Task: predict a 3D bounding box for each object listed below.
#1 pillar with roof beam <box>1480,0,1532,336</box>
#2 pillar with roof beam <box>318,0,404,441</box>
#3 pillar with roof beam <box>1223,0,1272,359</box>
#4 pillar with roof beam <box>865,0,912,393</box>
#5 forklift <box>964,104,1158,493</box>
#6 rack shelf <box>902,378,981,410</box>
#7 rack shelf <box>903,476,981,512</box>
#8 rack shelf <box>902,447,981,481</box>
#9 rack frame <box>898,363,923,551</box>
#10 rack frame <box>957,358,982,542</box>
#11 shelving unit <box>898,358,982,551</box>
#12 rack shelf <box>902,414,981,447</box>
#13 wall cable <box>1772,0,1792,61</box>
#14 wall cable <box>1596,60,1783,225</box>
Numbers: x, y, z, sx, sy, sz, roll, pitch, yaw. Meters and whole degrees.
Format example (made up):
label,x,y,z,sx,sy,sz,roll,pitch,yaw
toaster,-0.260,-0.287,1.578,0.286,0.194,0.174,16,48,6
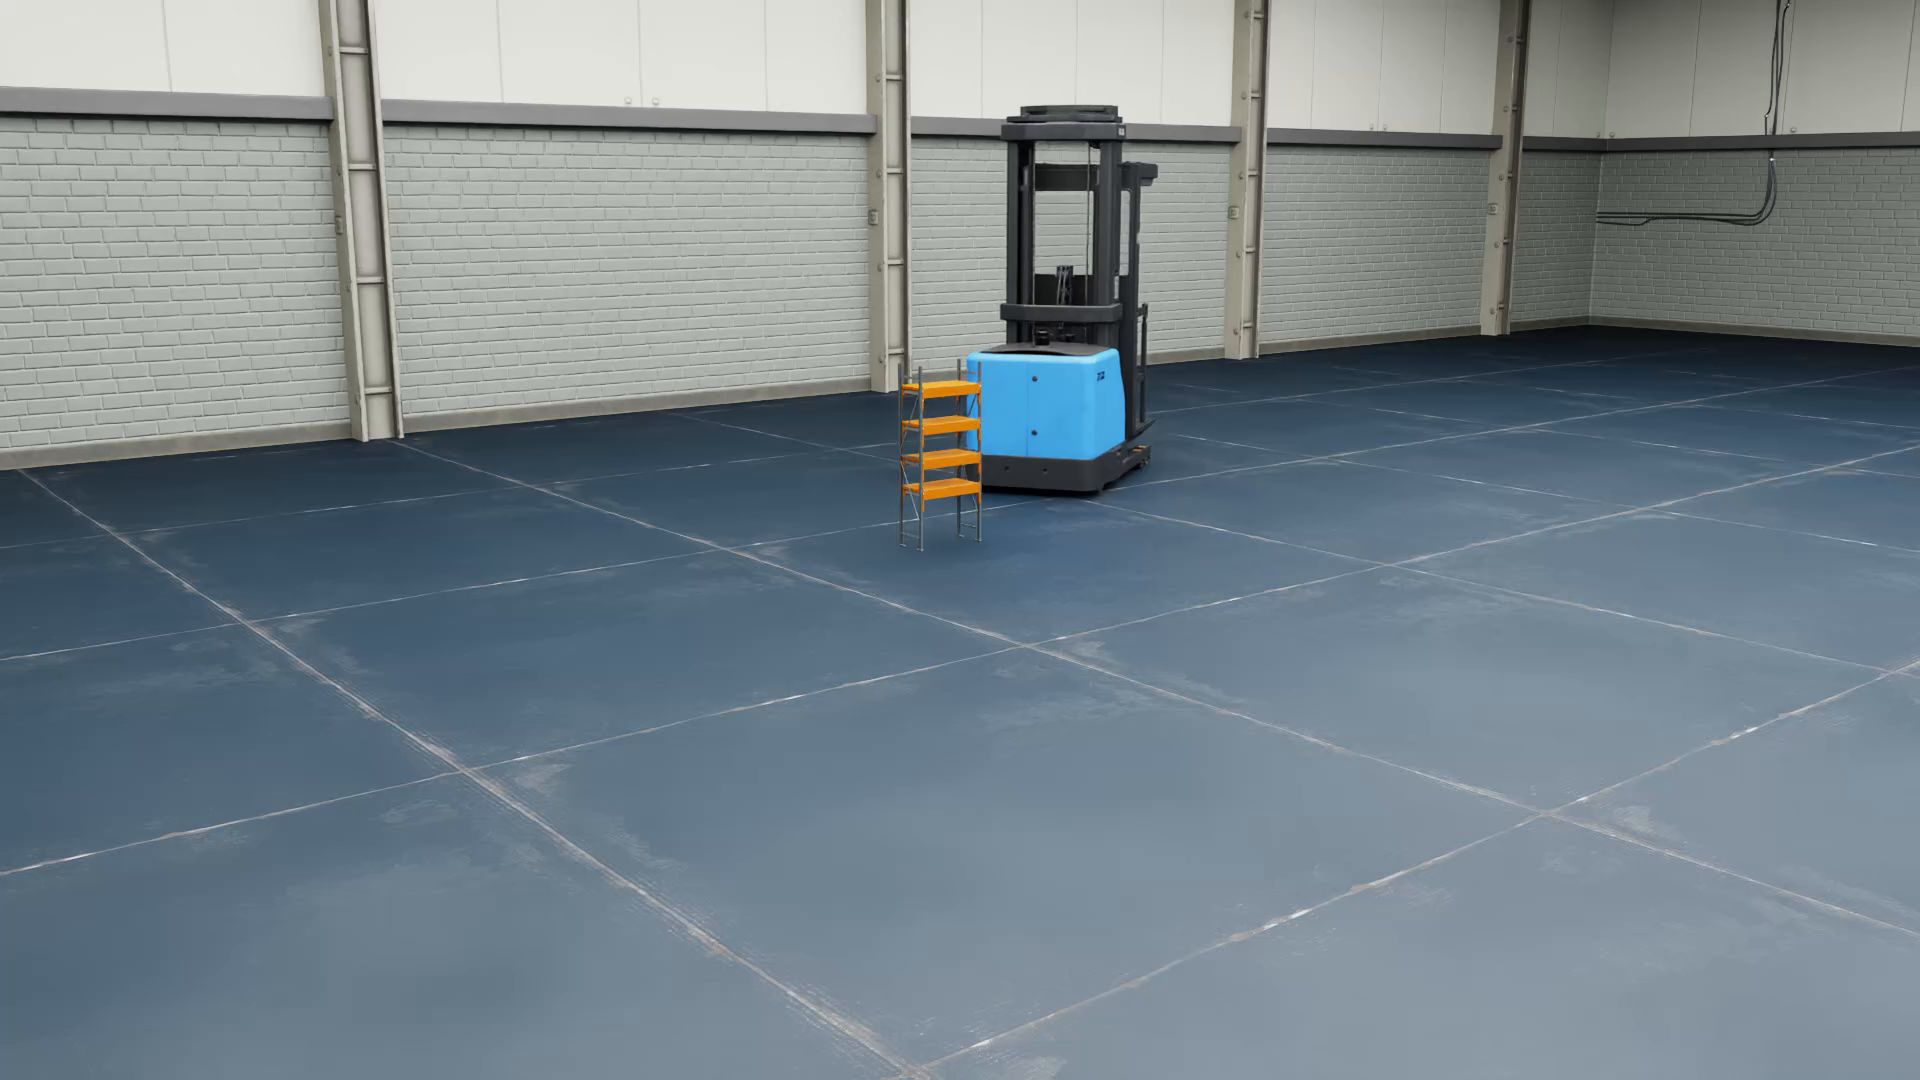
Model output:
label,x,y,z,sx,sy,sz,roll,pitch,yaw
pillar with roof beam,11.259,-7.004,22.450,0.400,9.000,9.100,-9,15,-38
pillar with roof beam,-2.797,-4.669,11.450,0.400,9.000,9.100,-9,15,-38
pillar with roof beam,6.574,-6.226,18.783,0.400,9.000,9.100,-9,15,-38
pillar with roof beam,1.888,-5.447,15.117,0.400,9.000,9.100,-9,15,-38
forklift,0.990,-2.056,13.755,1.130,2.935,3.031,4,13,18
rack shelf,-0.129,-0.950,10.821,0.480,0.148,0.258,-9,15,-38
rack shelf,-0.129,-0.305,10.958,0.480,0.148,0.258,-9,15,-38
rack shelf,-0.129,-0.500,10.917,0.480,0.148,0.258,-9,15,-38
rack frame,-0.320,-0.534,10.754,0.015,1.200,0.240,-9,15,-38
rack frame,0.061,-0.597,11.052,0.015,1.200,0.240,-9,15,-38
shelving unit,-0.129,-0.565,10.903,0.503,1.200,0.258,-9,15,-38
rack shelf,-0.129,-0.718,10.871,0.480,0.148,0.258,-9,15,-38
wall cable,13.386,-8.383,24.260,0.112,2.526,3.097,-9,15,-38
wall cable,11.696,-6.351,26.851,0.112,2.526,3.097,-9,15,-38
